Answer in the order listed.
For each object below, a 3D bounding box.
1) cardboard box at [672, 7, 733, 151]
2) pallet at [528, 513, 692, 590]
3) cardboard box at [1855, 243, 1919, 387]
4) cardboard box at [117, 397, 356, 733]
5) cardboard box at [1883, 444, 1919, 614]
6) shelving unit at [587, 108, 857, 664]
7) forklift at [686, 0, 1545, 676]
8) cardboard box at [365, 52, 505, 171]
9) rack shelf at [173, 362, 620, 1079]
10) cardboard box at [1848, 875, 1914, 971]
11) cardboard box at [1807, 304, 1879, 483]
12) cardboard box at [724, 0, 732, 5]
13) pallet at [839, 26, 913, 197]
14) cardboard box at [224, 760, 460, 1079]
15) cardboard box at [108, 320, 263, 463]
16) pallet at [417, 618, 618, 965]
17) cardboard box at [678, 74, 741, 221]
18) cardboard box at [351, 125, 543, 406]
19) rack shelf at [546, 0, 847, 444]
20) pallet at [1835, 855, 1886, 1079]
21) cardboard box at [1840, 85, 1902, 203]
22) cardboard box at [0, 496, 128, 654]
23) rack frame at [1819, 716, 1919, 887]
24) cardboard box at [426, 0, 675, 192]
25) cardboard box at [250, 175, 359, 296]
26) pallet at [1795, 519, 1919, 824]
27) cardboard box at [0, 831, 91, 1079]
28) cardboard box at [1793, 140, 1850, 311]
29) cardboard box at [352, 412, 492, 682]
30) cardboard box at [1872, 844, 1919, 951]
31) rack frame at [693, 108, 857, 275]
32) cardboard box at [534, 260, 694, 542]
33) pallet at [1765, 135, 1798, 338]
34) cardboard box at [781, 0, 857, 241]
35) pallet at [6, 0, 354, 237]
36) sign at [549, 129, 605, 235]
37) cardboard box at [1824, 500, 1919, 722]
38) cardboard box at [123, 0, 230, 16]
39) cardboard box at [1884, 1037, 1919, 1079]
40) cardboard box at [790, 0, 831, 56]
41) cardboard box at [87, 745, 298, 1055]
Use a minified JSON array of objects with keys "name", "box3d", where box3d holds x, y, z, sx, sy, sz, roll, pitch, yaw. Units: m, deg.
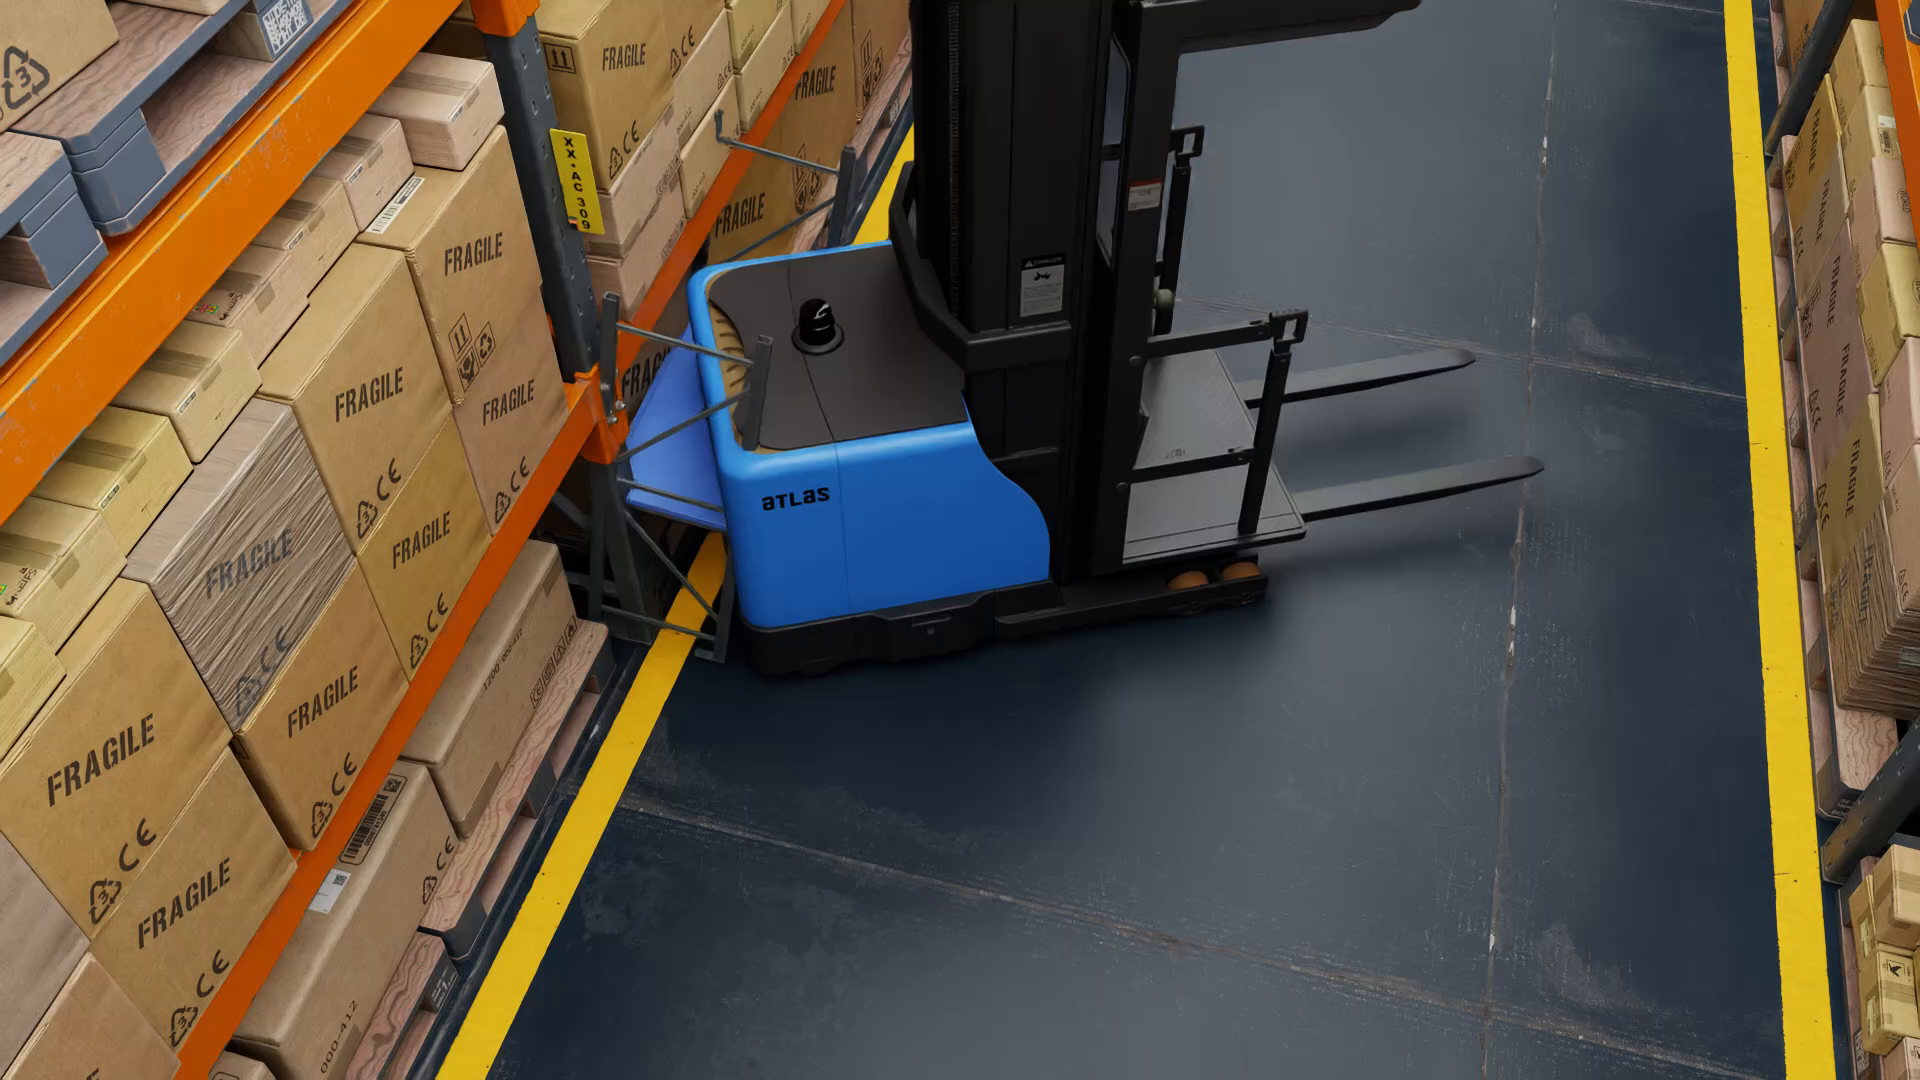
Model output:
[{"name":"cardboard box","box3d":[-1.064,-1.515,5.353,0.500,0.250,0.500,12,50,11]},{"name":"pallet","box3d":[-1.432,-0.404,6.466,1.003,0.211,1.213,12,50,10]},{"name":"cardboard box","box3d":[3.466,-0.753,5.801,0.500,0.250,0.500,10,49,8]},{"name":"cardboard box","box3d":[-1.686,0.013,3.504,0.500,0.500,0.500,12,50,11]},{"name":"cardboard box","box3d":[3.192,0.001,5.135,0.500,0.250,0.500,10,49,9]},{"name":"shelving unit","box3d":[-0.823,-0.494,5.651,0.538,1.500,1.048,16,46,0]},{"name":"forklift","box3d":[0.630,-1.079,5.247,3.031,2.935,1.130,-10,49,-9]},{"name":"cardboard box","box3d":[-1.336,-1.047,4.007,0.380,0.149,0.250,11,49,9]},{"name":"rack shelf","box3d":[-2.088,0.931,3.908,1.077,0.370,4.000,12,50,10]},{"name":"cardboard box","box3d":[2.834,1.154,4.852,0.380,0.149,0.250,10,49,8]},{"name":"cardboard box","box3d":[3.466,-0.488,6.067,0.500,0.500,0.500,11,49,9]},{"name":"cardboard box","box3d":[-0.927,-2.115,5.383,0.500,0.500,0.500,10,49,9]},{"name":"pallet","box3d":[-0.789,-2.169,8.024,1.003,0.211,1.213,12,50,10]},{"name":"cardboard box","box3d":[-2.066,1.036,4.764,0.875,0.438,0.875,10,49,9]},{"name":"cardboard box","box3d":[-1.666,-0.324,3.369,0.380,0.149,0.250,11,50,10]},{"name":"pallet","box3d":[-1.838,0.703,5.488,1.003,0.211,1.213,12,50,10]},{"name":"cardboard box","box3d":[-1.057,-1.345,5.536,0.500,0.250,0.500,10,49,9]},{"name":"cardboard box","box3d":[-1.420,-0.722,4.153,0.500,0.500,0.500,11,50,10]},{"name":"rack shelf","box3d":[-1.036,-1.962,6.461,1.077,0.370,4.000,12,50,10]},{"name":"pallet","box3d":[3.097,1.565,4.728,1.003,0.211,1.213,12,50,10]},{"name":"cardboard box","box3d":[3.744,-1.486,6.447,0.500,0.250,0.500,11,49,10]},{"name":"cardboard box","box3d":[-1.784,0.046,3.042,0.380,0.149,0.250,12,50,10]},{"name":"rack frame","box3d":[3.240,0.150,4.117,1.000,3.000,0.127,12,50,10]},{"name":"cardboard box","box3d":[-1.169,-1.379,4.733,0.500,0.500,0.500,12,50,10]},{"name":"cardboard box","box3d":[-1.585,-0.699,3.700,0.380,0.149,0.250,12,50,10]},{"name":"pallet","box3d":[3.444,0.509,5.660,1.003,0.211,1.213,12,50,10]},{"name":"cardboard box","box3d":[-1.957,0.736,2.867,0.500,0.500,0.500,11,50,10]},{"name":"cardboard box","box3d":[3.732,-1.230,6.722,0.500,0.500,0.500,12,50,10]},{"name":"cardboard box","box3d":[-1.568,-0.028,4.207,0.500,0.500,0.500,10,49,9]},{"name":"cardboard box","box3d":[2.836,1.055,4.741,0.380,0.149,0.250,14,50,12]},{"name":"rack frame","box3d":[-0.725,-0.849,6.001,0.500,1.500,0.032,16,46,0]},{"name":"cardboard box","box3d":[-1.476,-0.654,5.964,0.875,0.875,0.875,13,50,11]},{"name":"pallet","box3d":[4.086,-1.256,7.218,1.003,0.211,1.213,12,50,10]},{"name":"cardboard box","box3d":[-1.010,-1.955,7.112,0.875,0.875,0.875,12,50,10]},{"name":"pallet","box3d":[-1.788,-1.127,3.303,1.003,0.211,1.213,12,50,10]},{"name":"sign","box3d":[-1.026,-0.958,4.465,0.100,0.325,0.005,12,50,10]},{"name":"cardboard box","box3d":[3.192,0.253,5.413,0.500,0.500,0.500,11,49,9]},{"name":"cardboard box","box3d":[-1.491,-1.119,3.057,0.380,0.149,0.250,13,50,11]},{"name":"cardboard box","box3d":[2.749,1.537,4.514,0.380,0.149,0.250,11,50,10]},{"name":"cardboard box","box3d":[-0.766,-2.072,6.178,0.500,0.250,0.500,11,49,9]},{"name":"cardboard box","box3d":[-1.838,0.714,3.552,0.500,0.500,0.500,13,50,11]}]
